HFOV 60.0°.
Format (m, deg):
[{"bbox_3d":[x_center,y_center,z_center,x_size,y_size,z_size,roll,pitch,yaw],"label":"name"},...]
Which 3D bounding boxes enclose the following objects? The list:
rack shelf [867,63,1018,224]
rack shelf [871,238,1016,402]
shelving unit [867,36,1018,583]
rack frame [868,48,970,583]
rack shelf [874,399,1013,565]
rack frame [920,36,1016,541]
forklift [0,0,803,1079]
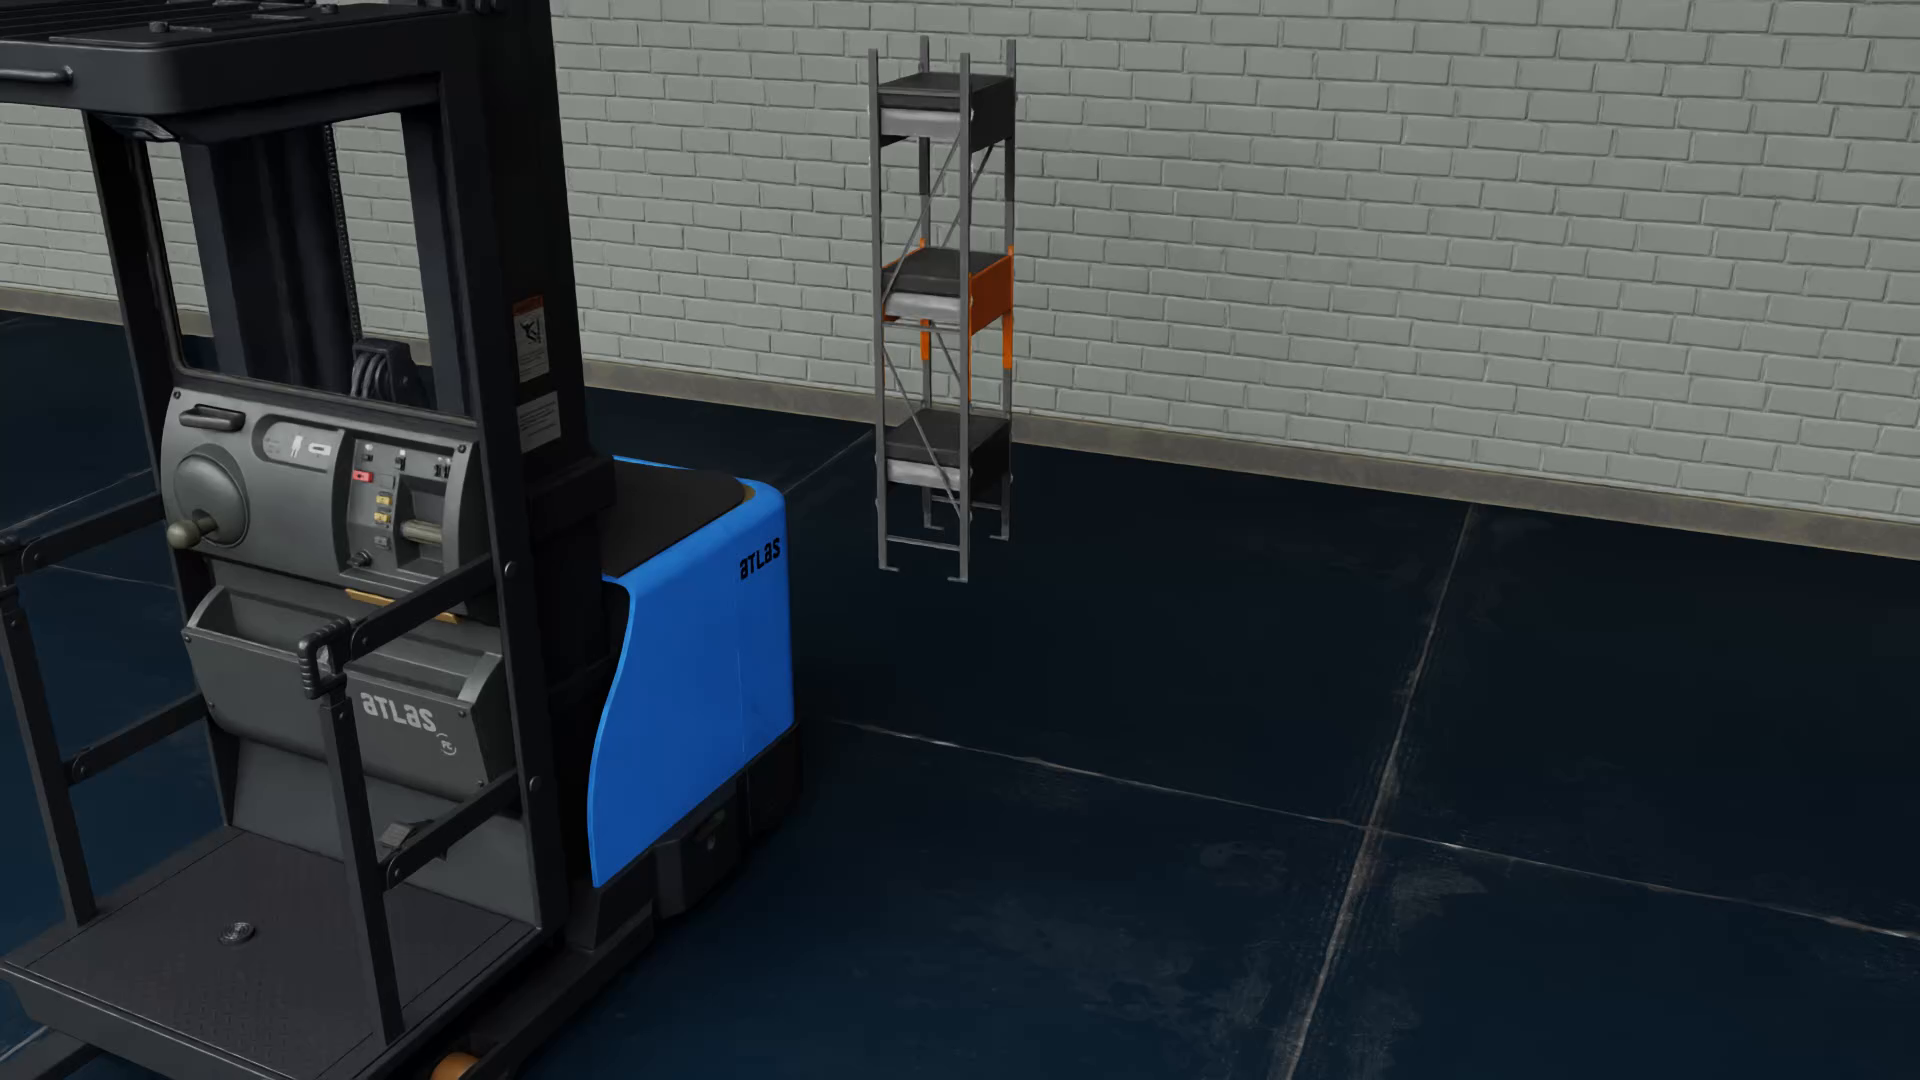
[{"bbox_3d":[-0.062,-1.543,6.439,0.431,0.518,0.480,9,24,20],"label":"rack shelf"},{"bbox_3d":[-0.062,-0.897,6.709,0.431,0.518,0.480,9,24,20],"label":"rack shelf"},{"bbox_3d":[-0.062,-0.910,6.703,0.431,2.100,0.503,9,24,20],"label":"shelving unit"},{"bbox_3d":[-0.152,-0.822,6.494,0.400,2.100,0.015,9,24,20],"label":"rack frame"},{"bbox_3d":[-0.061,-0.251,6.979,0.431,0.518,0.480,9,24,20],"label":"rack shelf"},{"bbox_3d":[0.029,-0.997,6.913,0.400,2.100,0.015,9,24,20],"label":"rack frame"},{"bbox_3d":[-1.591,-0.095,3.674,1.130,2.935,3.031,11,25,24],"label":"forklift"}]
